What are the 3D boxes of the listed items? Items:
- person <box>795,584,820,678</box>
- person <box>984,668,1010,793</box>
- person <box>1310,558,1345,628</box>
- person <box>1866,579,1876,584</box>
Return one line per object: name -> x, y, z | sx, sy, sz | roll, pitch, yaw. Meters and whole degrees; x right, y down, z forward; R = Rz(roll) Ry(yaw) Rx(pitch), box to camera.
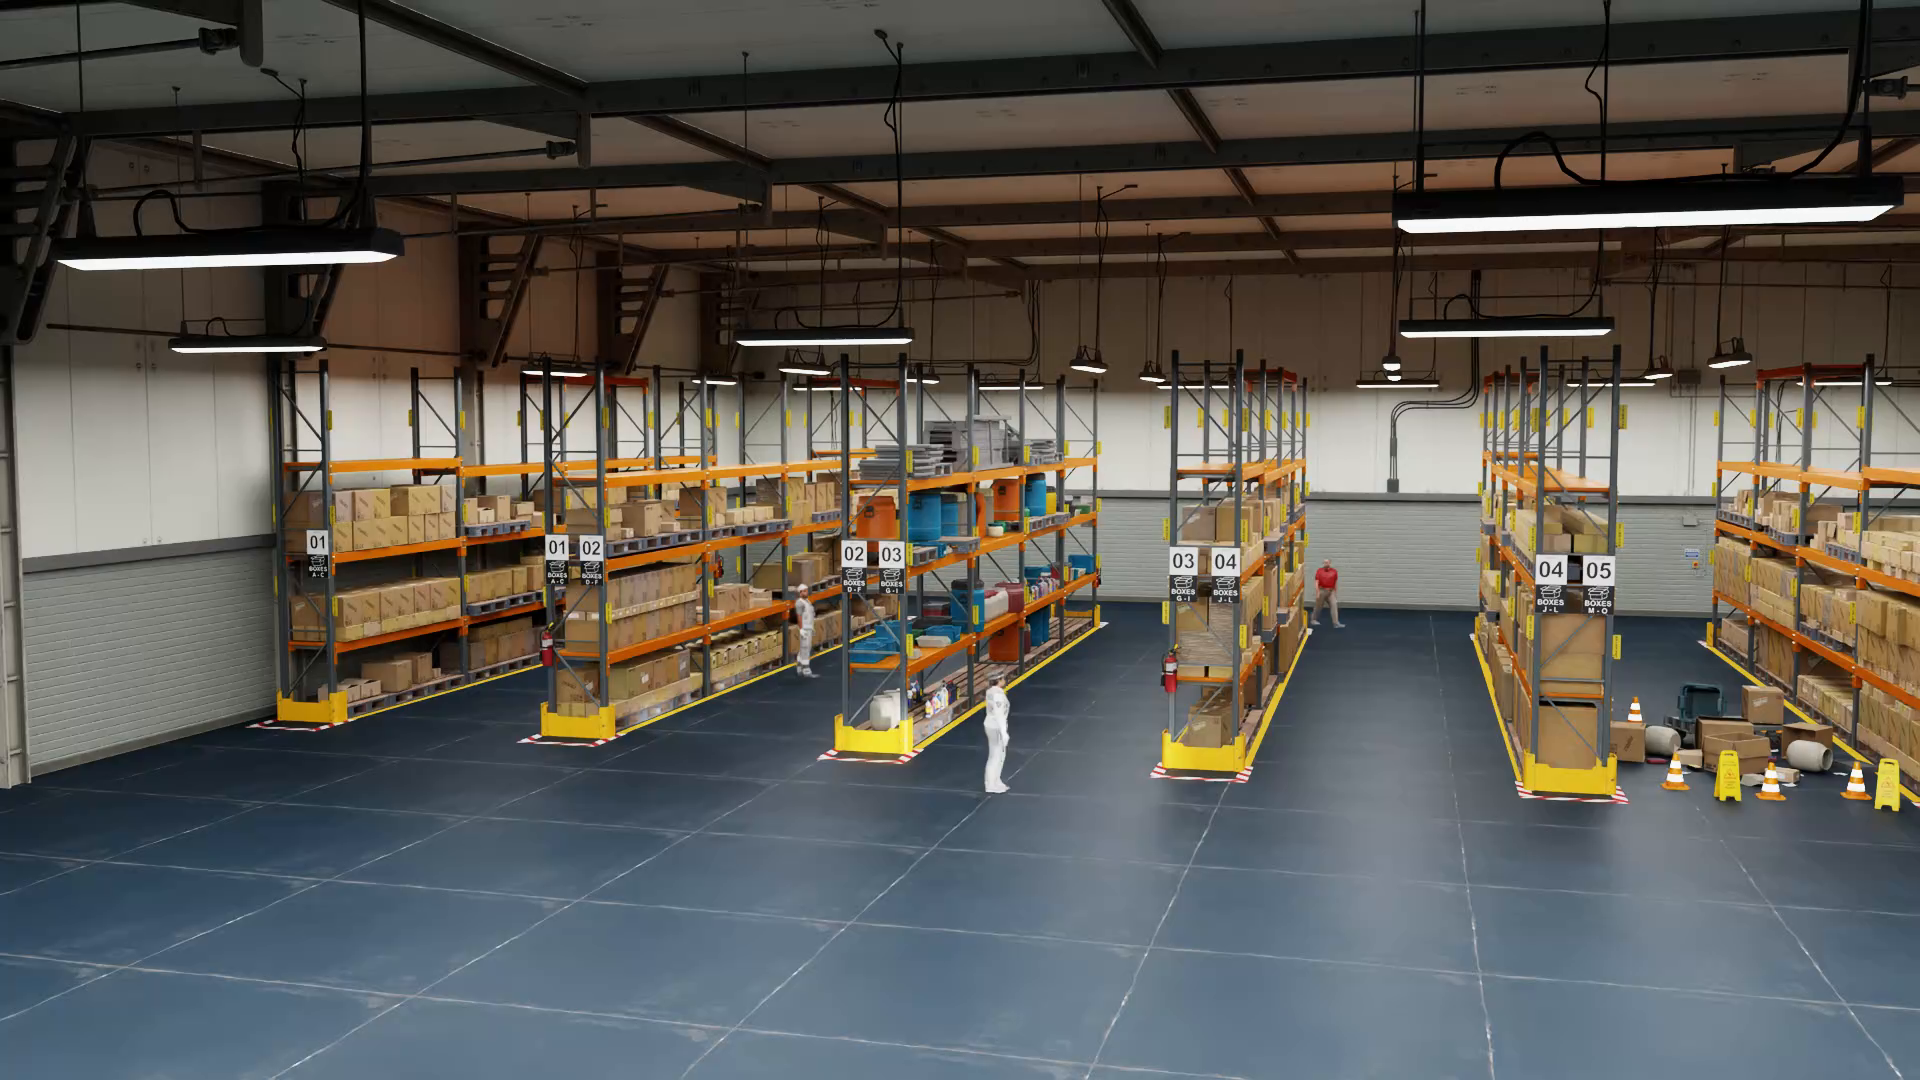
person -> -2.947, 1.753, 32.130 | 0.467, 1.801, 0.583 | 0, 4, -1
person -> 0.522, 2.582, 22.367 | 0.386, 1.715, 0.569 | -1, 4, -8
person -> 8.844, 1.277, 40.032 | 0.624, 1.655, 1.053 | -2, 4, -23
person -> 20.111, 1.467, 37.010 | 1.056, 1.745, 0.630 | 1, 4, 13
